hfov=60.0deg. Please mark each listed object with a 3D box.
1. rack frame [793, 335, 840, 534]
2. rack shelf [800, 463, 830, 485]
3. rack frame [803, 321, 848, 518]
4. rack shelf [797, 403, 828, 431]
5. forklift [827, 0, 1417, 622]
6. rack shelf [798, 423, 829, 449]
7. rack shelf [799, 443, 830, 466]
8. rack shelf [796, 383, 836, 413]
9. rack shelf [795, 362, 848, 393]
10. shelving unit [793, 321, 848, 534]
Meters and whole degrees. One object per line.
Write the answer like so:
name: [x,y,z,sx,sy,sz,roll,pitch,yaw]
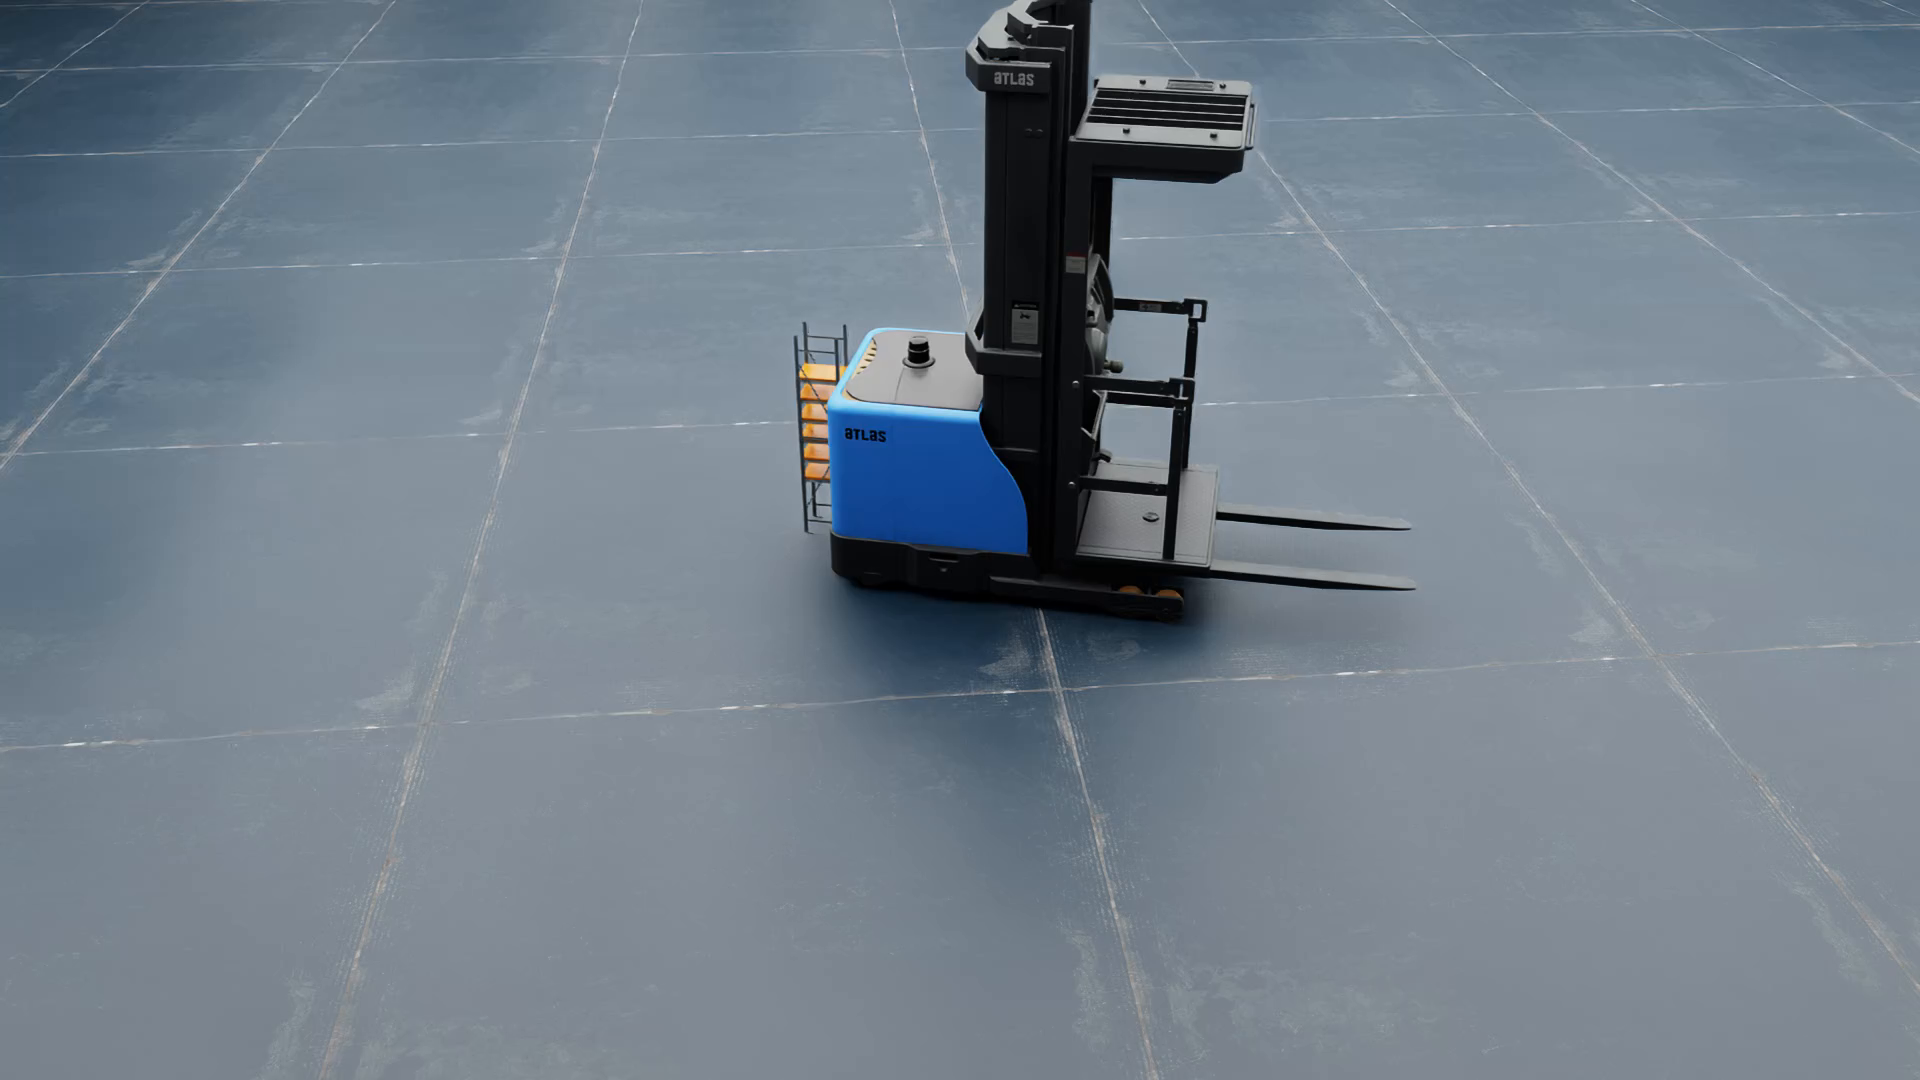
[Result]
rack frame: [-0.753,-0.545,8.991,0.240,1.200,0.006,5,31,9]
rack shelf: [-0.735,-0.346,9.214,0.258,0.103,0.180,5,31,9]
rack frame: [-0.719,-0.637,9.146,0.240,1.200,0.006,5,31,9]
rack shelf: [-0.736,-0.656,9.030,0.258,0.103,0.180,5,31,9]
forklift: [0.883,-1.133,8.288,3.031,2.935,1.130,5,31,9]
rack shelf: [-0.736,-0.553,9.091,0.258,0.103,0.180,5,31,9]
rack shelf: [-0.736,-0.450,9.153,0.258,0.103,0.180,5,31,9]
rack shelf: [-0.736,-0.759,8.968,0.258,0.103,0.180,5,31,9]
rack shelf: [-0.736,-0.862,8.907,0.258,0.103,0.180,5,31,9]
shelving unit: [-0.736,-0.591,9.069,0.258,1.200,0.189,5,31,9]
